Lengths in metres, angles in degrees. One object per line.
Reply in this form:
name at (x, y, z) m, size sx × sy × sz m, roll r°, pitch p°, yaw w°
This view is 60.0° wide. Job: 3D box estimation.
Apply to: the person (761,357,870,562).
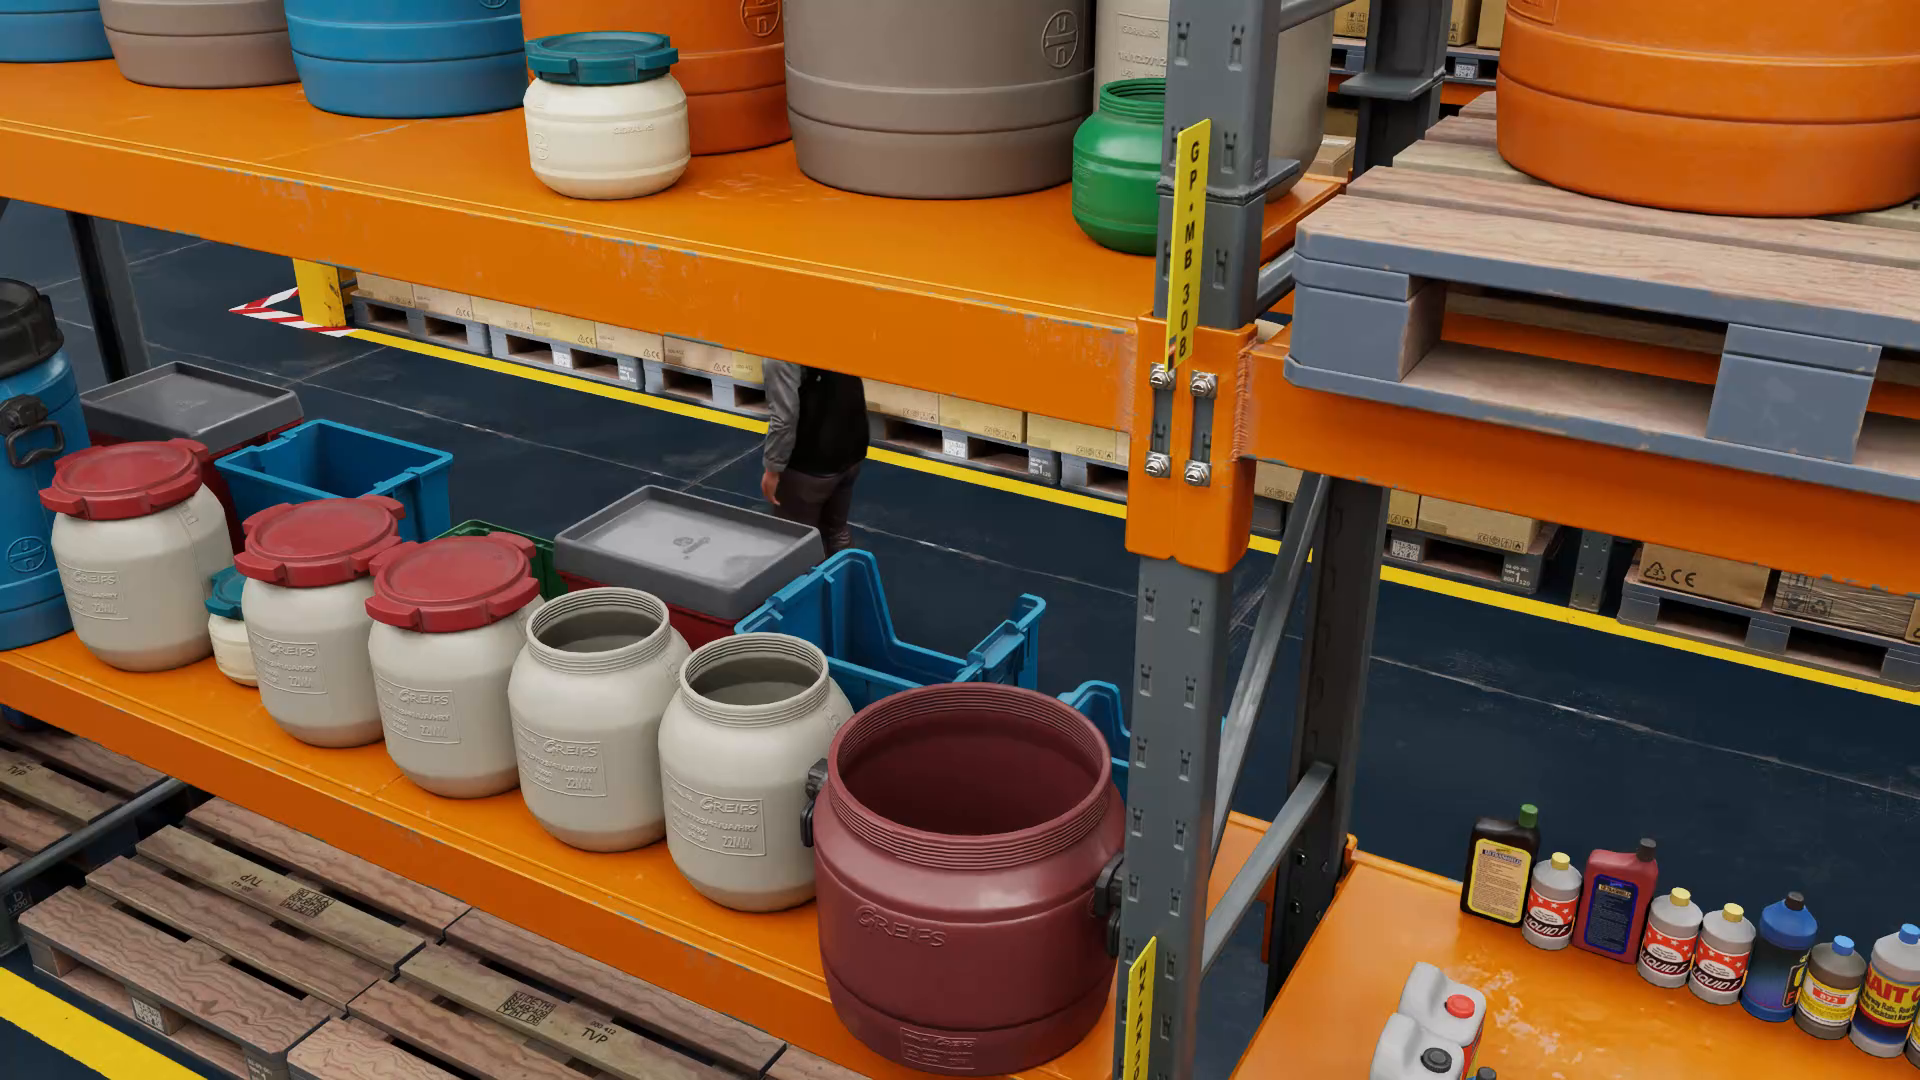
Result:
person at (-0.611, -0.338, 6.823) m, size 0.461 × 1.721 × 0.581 m, roll 14°, pitch 30°, yaw 26°
